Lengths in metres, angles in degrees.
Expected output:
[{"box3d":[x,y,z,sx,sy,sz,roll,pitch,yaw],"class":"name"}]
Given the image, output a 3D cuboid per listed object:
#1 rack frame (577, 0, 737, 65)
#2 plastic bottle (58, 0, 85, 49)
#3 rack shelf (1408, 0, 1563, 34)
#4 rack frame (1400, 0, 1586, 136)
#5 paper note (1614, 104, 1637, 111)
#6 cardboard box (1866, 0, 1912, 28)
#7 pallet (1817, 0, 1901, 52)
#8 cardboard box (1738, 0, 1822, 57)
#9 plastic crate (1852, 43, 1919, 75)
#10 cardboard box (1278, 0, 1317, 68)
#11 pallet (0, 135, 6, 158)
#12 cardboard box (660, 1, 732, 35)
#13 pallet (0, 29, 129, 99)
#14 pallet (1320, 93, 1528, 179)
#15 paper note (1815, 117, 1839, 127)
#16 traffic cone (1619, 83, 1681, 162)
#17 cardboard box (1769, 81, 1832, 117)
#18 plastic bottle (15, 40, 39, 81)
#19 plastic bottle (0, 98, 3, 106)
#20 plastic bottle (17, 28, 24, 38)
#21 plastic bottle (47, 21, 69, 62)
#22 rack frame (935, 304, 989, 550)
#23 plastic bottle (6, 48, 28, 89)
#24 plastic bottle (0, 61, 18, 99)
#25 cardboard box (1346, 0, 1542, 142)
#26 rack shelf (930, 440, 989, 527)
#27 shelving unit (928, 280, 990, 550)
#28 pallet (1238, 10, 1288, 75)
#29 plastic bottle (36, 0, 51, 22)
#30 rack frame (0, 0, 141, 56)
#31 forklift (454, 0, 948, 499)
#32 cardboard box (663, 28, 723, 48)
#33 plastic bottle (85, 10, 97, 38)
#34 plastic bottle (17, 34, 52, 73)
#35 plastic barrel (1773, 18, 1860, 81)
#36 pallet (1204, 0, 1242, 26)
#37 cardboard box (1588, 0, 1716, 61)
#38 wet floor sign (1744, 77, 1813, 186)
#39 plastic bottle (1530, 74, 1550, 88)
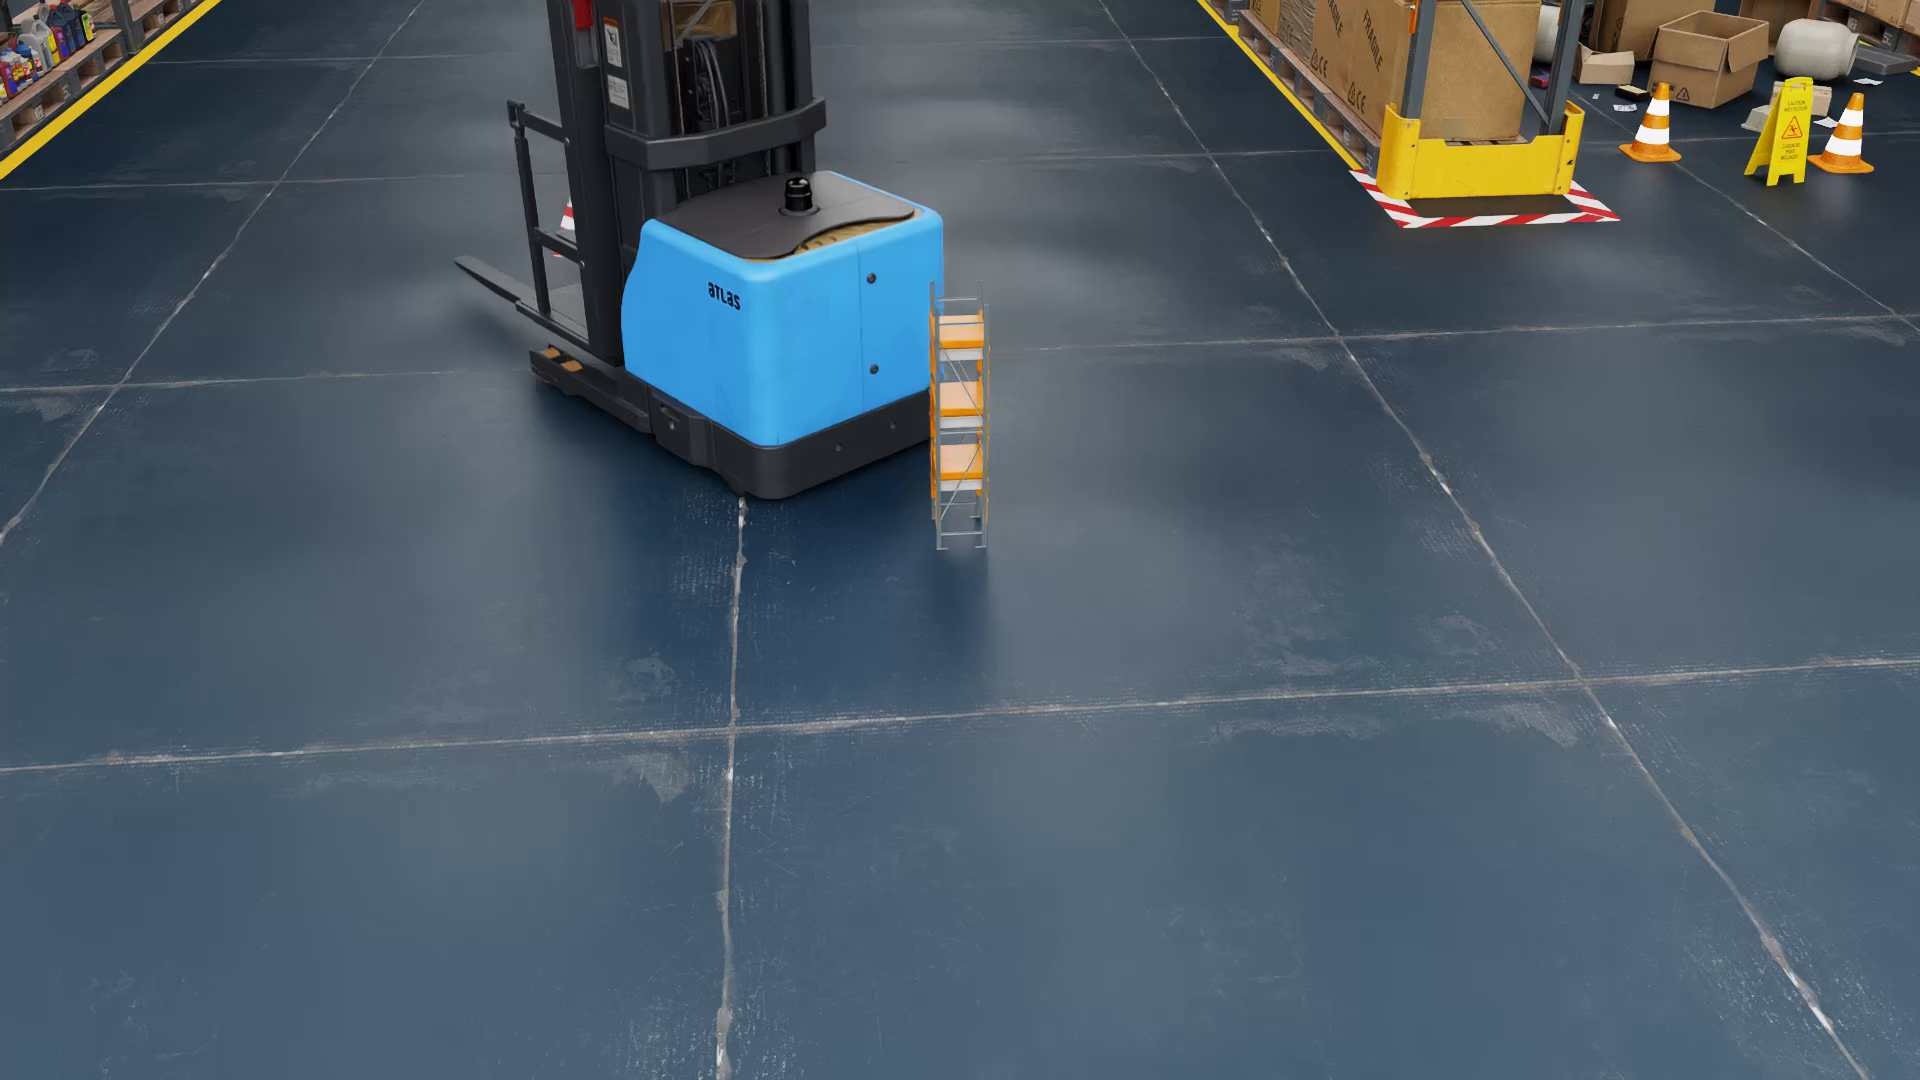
[{"box3d":[-1.730,-3.330,9.399,1.000,3.000,0.127,-3,31,-5],"class":"rack frame"},{"box3d":[-6.688,-3.871,12.460,0.144,0.351,0.185,-4,31,-6],"class":"plastic bottle"},{"box3d":[3.031,-4.228,11.605,1.077,0.370,4.000,-3,31,-5],"class":"rack shelf"},{"box3d":[3.218,-3.516,9.711,1.000,3.000,0.127,-3,31,-5],"class":"rack frame"},{"box3d":[4.765,-3.101,11.913,0.144,0.017,0.142,8,32,13],"class":"paper note"},{"box3d":[7.610,-4.260,13.229,0.500,0.250,0.500,-1,31,-2],"class":"cardboard box"},{"box3d":[7.861,-4.308,13.757,1.003,0.211,1.213,-3,31,-5],"class":"pallet"},{"box3d":[6.508,-4.162,13.228,0.500,0.500,0.500,20,36,29],"class":"cardboard box"},{"box3d":[7.093,-3.752,12.954,0.402,0.080,0.583,-14,33,-22],"class":"plastic crate"},{"box3d":[2.921,-4.041,12.253,0.875,0.875,0.875,-3,31,-4],"class":"cardboard box"},{"box3d":[-6.786,-2.347,10.473,1.003,0.211,1.213,-3,31,-5],"class":"pallet"},{"box3d":[-1.909,-3.668,11.993,0.500,0.500,0.500,-5,31,-9],"class":"cardboard box"},{"box3d":[-7.014,-3.592,12.559,1.003,0.211,1.213,-3,31,-5],"class":"pallet"},{"box3d":[3.065,-2.723,11.103,1.003,0.211,1.213,-3,31,-5],"class":"pallet"},{"box3d":[6.066,-2.917,11.604,0.148,0.019,0.142,-14,33,-22],"class":"paper note"},{"box3d":[4.582,-2.766,10.929,0.336,0.463,0.334,-3,31,-5],"class":"traffic cone"},{"box3d":[6.003,-3.153,11.883,0.380,0.149,0.250,13,33,21],"class":"cardboard box"},{"box3d":[-6.581,-3.380,11.715,0.097,0.271,0.097,0,31,0],"class":"plastic bottle"},{"box3d":[-6.520,-3.050,11.163,0.097,0.271,0.097,0,31,0],"class":"plastic bottle"},{"box3d":[-6.739,-3.561,12.007,0.061,0.283,0.133,-3,31,-5],"class":"plastic bottle"},{"box3d":[-6.613,-3.663,12.177,0.061,0.283,0.133,-1,31,-1],"class":"plastic bottle"},{"box3d":[0.006,-0.416,6.422,0.200,1.050,0.008,-3,31,-5],"class":"rack frame"},{"box3d":[-6.562,-3.277,11.542,0.097,0.271,0.097,0,31,0],"class":"plastic bottle"},{"box3d":[-6.523,-3.172,11.355,0.061,0.283,0.133,-2,31,-4],"class":"plastic bottle"},{"box3d":[3.089,-3.127,10.722,0.875,0.875,0.875,-3,31,-4],"class":"cardboard box"},{"box3d":[-0.005,-0.230,6.674,0.215,0.259,0.240,-3,31,-5],"class":"rack shelf"},{"box3d":[-0.005,-0.478,6.527,0.215,1.050,0.252,-3,31,-5],"class":"shelving unit"},{"box3d":[2.837,-3.969,13.188,1.003,0.211,1.213,-3,31,-5],"class":"pallet"},{"box3d":[-6.831,-3.864,12.448,0.144,0.351,0.185,-3,31,-5],"class":"plastic bottle"},{"box3d":[-7.035,-5.134,12.421,1.000,3.000,0.127,-3,31,-5],"class":"rack frame"},{"box3d":[-1.417,-2.097,7.403,1.130,2.935,3.031,-25,39,-35],"class":"forklift"},{"box3d":[-1.862,-3.060,10.976,0.500,0.500,0.500,5,31,8],"class":"cardboard box"},{"box3d":[-6.691,-3.952,12.741,0.097,0.201,0.097,0,31,0],"class":"plastic bottle"},{"box3d":[-6.629,-3.493,11.900,0.152,0.276,0.135,-2,31,-4],"class":"plastic bottle"},{"box3d":[6.436,-3.680,12.499,0.512,0.421,0.421,20,36,29],"class":"plastic barrel"},{"box3d":[2.697,-4.751,14.498,1.003,0.211,1.213,-3,31,-5],"class":"pallet"},{"box3d":[5.356,-4.043,12.896,0.797,0.637,0.503,-3,31,-5],"class":"cardboard box"},{"box3d":[5.192,-2.585,10.448,0.267,0.644,0.232,-8,32,-13],"class":"wet floor sign"},{"box3d":[4.429,-3.445,12.458,0.283,0.061,0.133,-14,33,-22],"class":"plastic bottle"}]
